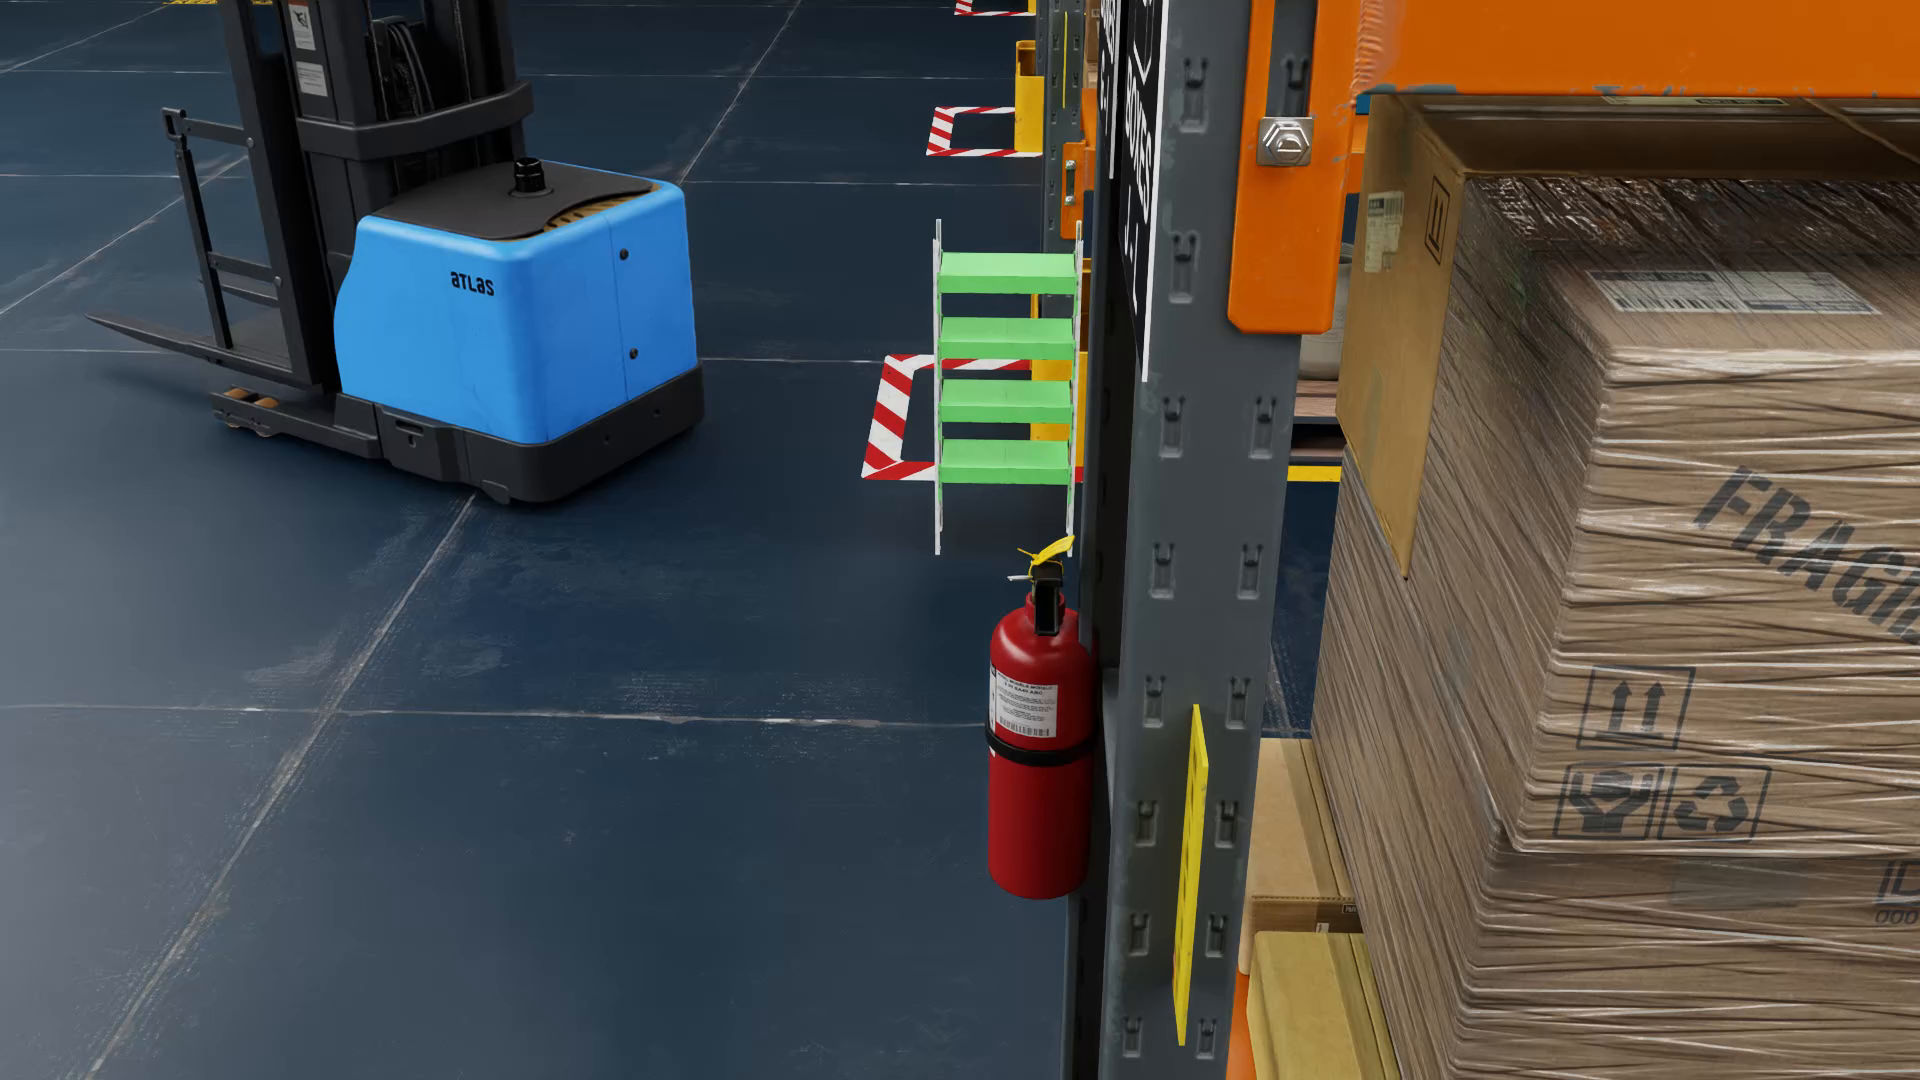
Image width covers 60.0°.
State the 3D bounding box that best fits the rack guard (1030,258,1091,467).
[{"bbox_3d":[0.482,-0.795,7.215,0.348,0.500,1.175,1,28,2],"label":"rack guard"}]

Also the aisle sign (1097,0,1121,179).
[{"bbox_3d":[0.179,-0.850,1.875,0.004,0.787,0.394,1,28,2],"label":"aisle sign"}]

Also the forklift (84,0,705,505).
[{"bbox_3d":[-2.618,-1.926,6.754,3.031,2.935,1.130,15,32,27],"label":"forklift"}]

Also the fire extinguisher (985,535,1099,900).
[{"bbox_3d":[0.132,0.257,2.646,0.183,0.674,0.296,1,28,2],"label":"fire extinguisher"}]

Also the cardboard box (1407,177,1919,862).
[{"bbox_3d":[0.770,-0.041,1.632,0.500,0.500,0.500,1,28,2],"label":"cardboard box"}]

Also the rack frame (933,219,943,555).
[{"bbox_3d":[-0.078,-0.531,5.971,0.015,1.200,0.240,1,28,2],"label":"rack frame"}]

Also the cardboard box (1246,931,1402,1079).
[{"bbox_3d":[0.506,0.667,2.056,0.250,0.149,0.380,1,28,2],"label":"cardboard box"}]

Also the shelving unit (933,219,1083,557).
[{"bbox_3d":[0.165,-0.527,5.964,0.503,1.200,0.258,1,28,2],"label":"shelving unit"}]

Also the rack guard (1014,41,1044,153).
[{"bbox_3d":[0.559,-3.093,11.550,0.348,0.500,1.175,1,28,2],"label":"rack guard"}]

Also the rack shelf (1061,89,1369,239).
[{"bbox_3d":[2.403,-1.527,6.697,4.000,0.370,1.077,1,28,2],"label":"rack shelf"}]

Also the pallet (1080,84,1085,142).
[{"bbox_3d":[1.349,-2.972,11.630,1.213,0.211,1.003,1,28,2],"label":"pallet"}]

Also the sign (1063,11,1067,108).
[{"bbox_3d":[0.381,-1.743,6.040,0.005,0.325,0.100,1,28,2],"label":"sign"}]

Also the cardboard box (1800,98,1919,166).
[{"bbox_3d":[1.288,-0.278,2.080,0.500,0.500,0.500,1,28,2],"label":"cardboard box"}]

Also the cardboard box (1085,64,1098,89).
[{"bbox_3d":[1.111,-3.054,11.296,0.500,0.250,0.500,1,28,2],"label":"cardboard box"}]

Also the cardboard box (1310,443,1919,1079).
[{"bbox_3d":[0.779,0.287,2.083,0.500,0.500,0.875,1,28,2],"label":"cardboard box"}]

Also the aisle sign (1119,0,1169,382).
[{"bbox_3d":[0.157,-0.569,1.345,0.004,0.787,0.394,1,28,2],"label":"aisle sign"}]

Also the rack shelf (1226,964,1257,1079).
[{"bbox_3d":[2.229,0.791,2.323,4.000,0.370,1.077,1,28,2],"label":"rack shelf"}]

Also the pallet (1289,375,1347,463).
[{"bbox_3d":[1.294,-0.651,7.253,1.213,0.211,1.003,1,28,2],"label":"pallet"}]

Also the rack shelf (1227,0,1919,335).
[{"bbox_3d":[2.229,-0.534,1.621,4.000,0.370,1.077,1,28,2],"label":"rack shelf"}]

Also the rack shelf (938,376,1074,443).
[{"bbox_3d":[0.165,-0.471,5.994,0.480,0.148,0.258,1,28,2],"label":"rack shelf"}]

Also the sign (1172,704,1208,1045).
[{"bbox_3d":[0.211,0.312,1.535,0.005,0.325,0.100,1,28,2],"label":"sign"}]

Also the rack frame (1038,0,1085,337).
[{"bbox_3d":[0.405,-1.878,6.590,0.127,3.000,1.000,1,28,2],"label":"rack frame"}]

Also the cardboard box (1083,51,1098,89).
[{"bbox_3d":[1.130,-3.297,11.754,0.500,0.250,0.500,1,28,2],"label":"cardboard box"}]

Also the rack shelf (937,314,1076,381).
[{"bbox_3d":[0.165,-0.683,5.881,0.480,0.148,0.258,1,28,2],"label":"rack shelf"}]

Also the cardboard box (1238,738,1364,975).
[{"bbox_3d":[0.522,0.459,2.449,0.250,0.149,0.380,1,28,2],"label":"cardboard box"}]

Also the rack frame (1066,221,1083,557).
[{"bbox_3d":[0.409,-0.523,5.956,0.015,1.200,0.240,1,28,2],"label":"rack frame"}]

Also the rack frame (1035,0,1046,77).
[{"bbox_3d":[0.583,-4.197,10.964,0.127,3.000,1.000,1,28,2],"label":"rack frame"}]

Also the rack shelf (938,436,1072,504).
[{"bbox_3d":[0.165,-0.259,6.106,0.480,0.148,0.258,1,28,2],"label":"rack shelf"}]

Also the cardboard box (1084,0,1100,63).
[{"bbox_3d":[1.130,-3.629,11.580,0.500,0.500,0.500,1,28,2],"label":"cardboard box"}]

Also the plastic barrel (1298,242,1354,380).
[{"bbox_3d":[1.566,-0.981,7.106,0.421,0.512,0.421,0,28,0],"label":"plastic barrel"}]

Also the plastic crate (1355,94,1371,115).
[{"bbox_3d":[1.564,-1.931,6.849,0.408,0.251,0.499,1,28,2],"label":"plastic crate"}]

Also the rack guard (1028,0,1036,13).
[{"bbox_3d":[0.830,-5.410,15.921,0.348,0.500,1.175,1,28,2],"label":"rack guard"}]

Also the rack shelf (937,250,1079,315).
[{"bbox_3d":[0.165,-0.895,5.769,0.480,0.148,0.258,1,28,2],"label":"rack shelf"}]

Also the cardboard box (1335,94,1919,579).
[{"bbox_3d":[0.788,-0.284,2.091,0.500,0.500,0.500,1,28,2],"label":"cardboard box"}]
